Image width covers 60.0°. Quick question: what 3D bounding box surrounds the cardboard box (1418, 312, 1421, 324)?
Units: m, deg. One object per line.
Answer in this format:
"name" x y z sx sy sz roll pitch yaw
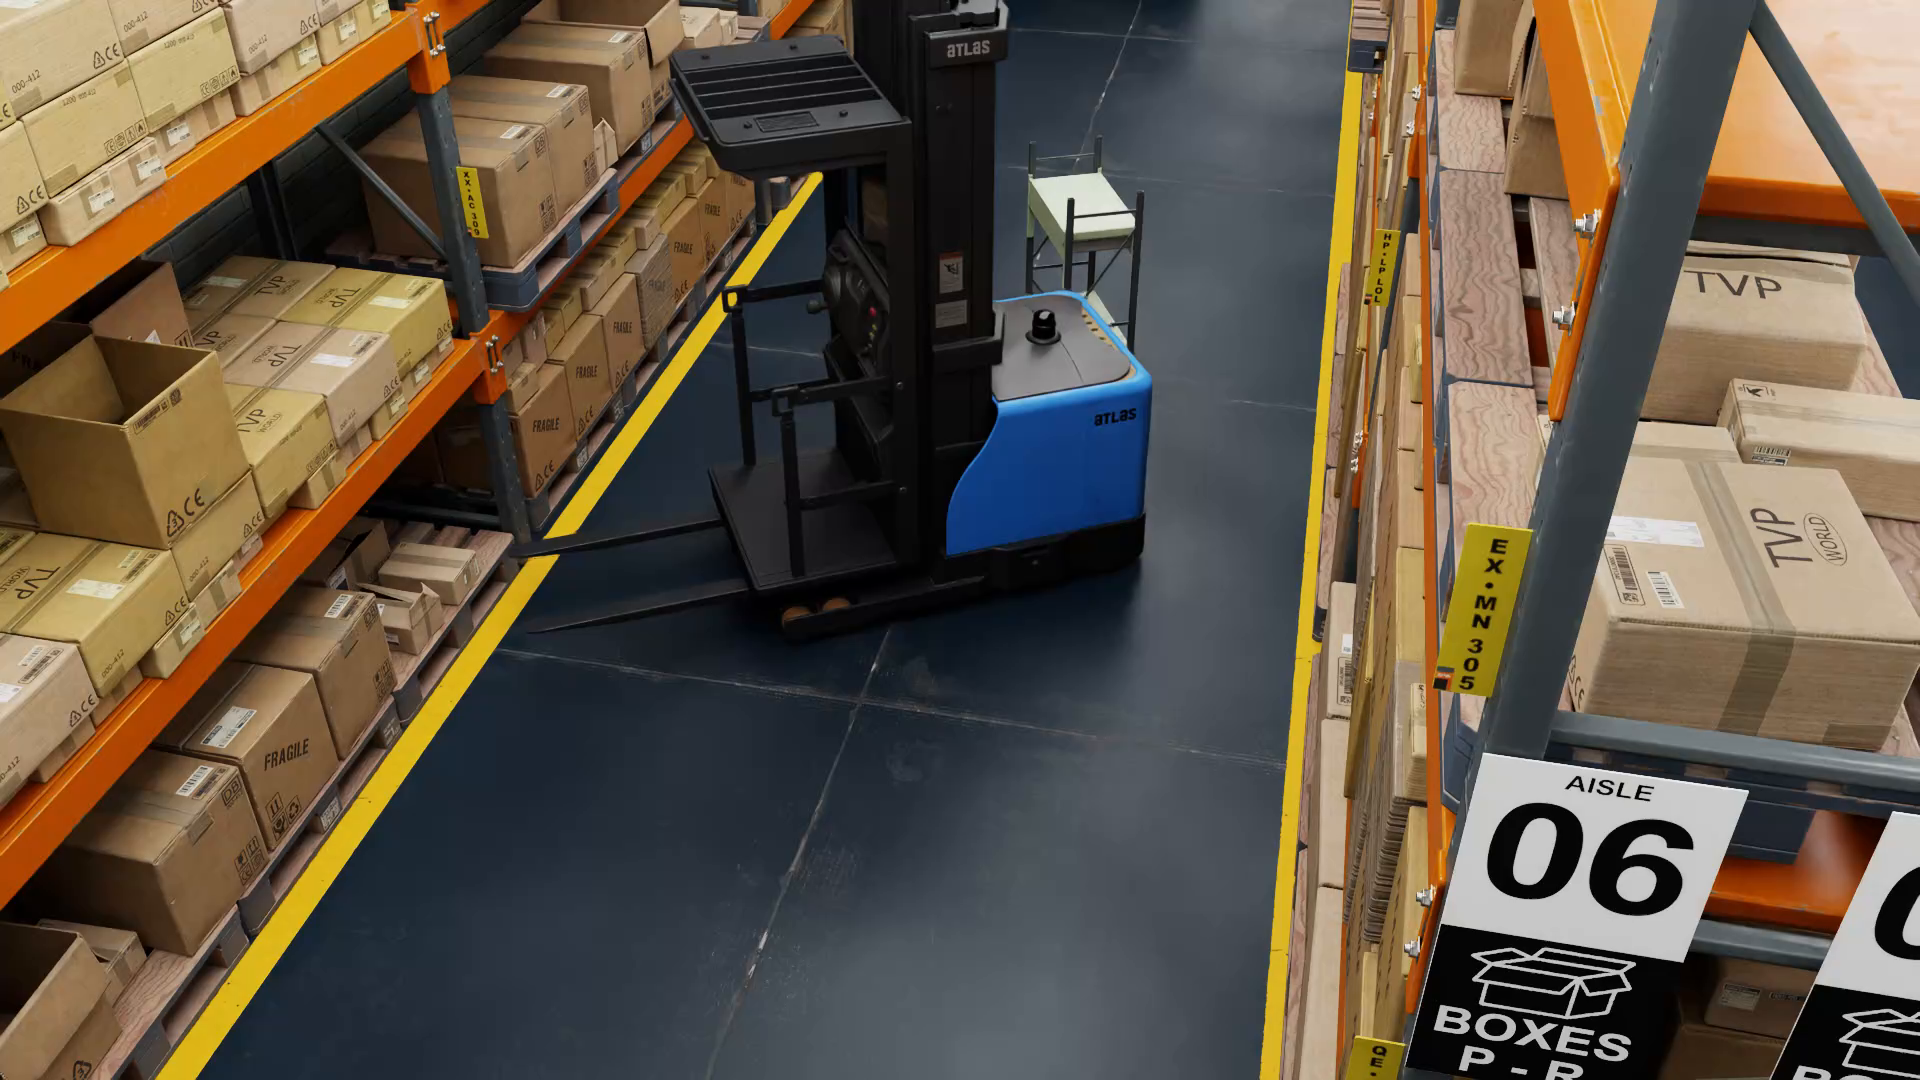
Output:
"cardboard box" 1.701 -0.688 5.423 0.380 0.149 0.250 7 37 10

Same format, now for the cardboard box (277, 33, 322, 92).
"cardboard box" -2.572 -1.760 6.051 0.380 0.149 0.250 8 37 12

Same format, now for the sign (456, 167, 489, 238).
"sign" -2.130 -1.471 7.255 0.100 0.325 0.005 7 37 10

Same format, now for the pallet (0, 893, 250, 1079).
"pallet" -3.331 1.738 5.942 1.003 0.211 1.213 7 37 10

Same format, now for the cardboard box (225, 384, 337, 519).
"cardboard box" -2.745 -0.347 6.318 0.500 0.250 0.500 7 37 10

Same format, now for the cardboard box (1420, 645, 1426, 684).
"cardboard box" 1.312 0.344 3.999 0.380 0.149 0.250 8 37 11

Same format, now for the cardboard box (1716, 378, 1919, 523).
"cardboard box" 1.790 -0.189 3.439 0.380 0.149 0.250 9 37 12

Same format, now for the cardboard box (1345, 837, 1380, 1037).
"cardboard box" 1.300 1.094 4.370 0.500 0.500 0.500 7 36 9

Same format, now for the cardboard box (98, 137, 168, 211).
"cardboard box" -2.750 -1.167 5.232 0.380 0.149 0.250 8 37 11

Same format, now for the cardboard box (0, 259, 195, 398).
"cardboard box" -3.240 -0.727 6.202 0.500 0.500 0.500 6 36 9

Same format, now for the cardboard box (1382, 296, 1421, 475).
"cardboard box" 1.735 -0.478 5.686 0.500 0.500 0.500 7 36 9

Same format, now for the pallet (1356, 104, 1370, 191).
"pallet" 3.473 -2.873 12.304 1.003 0.211 1.213 7 37 10

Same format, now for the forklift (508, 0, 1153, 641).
"forklift" -0.655 -1.058 7.482 3.031 2.935 1.130 -11 37 -15

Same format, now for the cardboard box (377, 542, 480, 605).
"cardboard box" -2.494 0.157 7.819 0.380 0.149 0.250 6 36 9

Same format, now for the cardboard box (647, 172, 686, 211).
"cardboard box" -1.894 -2.131 10.124 0.380 0.149 0.250 8 37 11

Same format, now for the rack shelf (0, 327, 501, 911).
"rack shelf" -3.089 0.254 6.226 1.077 0.370 4.000 7 37 10

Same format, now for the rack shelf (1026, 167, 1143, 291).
"rack shelf" 0.651 -1.652 8.856 0.431 0.370 0.720 -8 37 -11

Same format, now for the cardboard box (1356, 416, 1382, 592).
"cardboard box" 1.720 -0.080 5.989 0.500 0.500 0.500 8 37 10

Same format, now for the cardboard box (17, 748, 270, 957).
"cardboard box" -3.073 1.128 6.180 0.700 0.500 0.500 9 37 12

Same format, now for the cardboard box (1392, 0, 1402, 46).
"cardboard box" 2.698 -3.050 9.235 0.500 0.500 0.500 6 36 8

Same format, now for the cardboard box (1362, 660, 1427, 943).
"cardboard box" 1.287 0.675 4.096 0.500 0.500 0.500 7 37 10

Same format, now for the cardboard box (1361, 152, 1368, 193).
"cardboard box" 3.173 -2.285 10.999 0.950 0.372 0.625 5 36 7

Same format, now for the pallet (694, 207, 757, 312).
"pallet" -2.004 -1.924 10.996 1.003 0.211 1.213 7 37 10

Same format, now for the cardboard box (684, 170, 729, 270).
"cardboard box" -1.805 -2.080 10.606 0.500 0.500 0.500 7 36 9

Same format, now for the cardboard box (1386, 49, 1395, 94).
"cardboard box" 2.581 -2.443 9.036 0.500 0.250 0.500 8 37 11

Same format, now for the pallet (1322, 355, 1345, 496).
"pallet" 2.537 -0.588 9.151 1.003 0.211 1.213 7 37 10

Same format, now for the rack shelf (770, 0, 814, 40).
"rack shelf" -1.381 -4.332 12.554 1.077 0.370 4.000 7 37 10

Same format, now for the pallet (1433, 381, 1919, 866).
"pallet" 1.482 0.124 3.312 1.003 0.211 1.213 7 37 10

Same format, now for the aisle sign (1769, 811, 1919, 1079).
"aisle sign" 1.601 0.755 2.708 0.394 0.787 0.004 7 37 10

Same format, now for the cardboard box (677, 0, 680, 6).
"cardboard box" -2.070 -3.412 10.229 0.500 0.500 0.500 9 37 12

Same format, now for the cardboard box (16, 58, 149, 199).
"cardboard box" -2.857 -1.270 5.035 0.500 0.250 0.500 7 36 9

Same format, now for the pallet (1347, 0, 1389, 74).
"pallet" 3.090 -3.201 10.544 1.213 0.211 1.003 7 37 10

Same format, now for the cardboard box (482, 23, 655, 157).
"cardboard box" -2.062 -2.390 8.819 0.700 0.500 0.500 7 37 10

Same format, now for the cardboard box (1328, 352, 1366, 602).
"cardboard box" 2.242 -0.239 7.746 0.875 0.875 0.875 8 37 11

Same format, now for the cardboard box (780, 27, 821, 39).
"cardboard box" -1.529 -3.417 12.344 0.875 0.625 0.625 8 37 11

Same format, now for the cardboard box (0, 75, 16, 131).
"cardboard box" -2.955 -1.169 4.469 0.500 0.250 0.500 7 36 9

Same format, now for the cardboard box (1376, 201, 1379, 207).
"cardboard box" 2.482 -1.950 8.783 0.500 0.250 0.500 8 37 12

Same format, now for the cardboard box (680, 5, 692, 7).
"cardboard box" -1.962 -3.706 11.205 0.500 0.250 0.500 7 36 9

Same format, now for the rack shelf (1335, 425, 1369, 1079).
"rack shelf" 1.761 0.874 5.371 1.077 0.370 4.000 7 37 10

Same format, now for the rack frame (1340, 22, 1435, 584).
"rack frame" 2.188 -0.564 6.742 1.000 3.000 0.127 7 37 10

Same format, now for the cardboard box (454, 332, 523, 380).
"cardboard box" -2.385 -0.905 8.178 0.380 0.149 0.250 7 36 9

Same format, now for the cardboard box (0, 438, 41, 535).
"cardboard box" -3.344 -0.126 6.012 0.500 0.250 0.500 7 37 10

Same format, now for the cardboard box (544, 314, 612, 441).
"cardboard box" -2.235 -0.897 8.974 0.500 0.500 0.500 7 36 9

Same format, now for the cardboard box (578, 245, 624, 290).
"cardboard box" -2.108 -1.533 9.299 0.380 0.149 0.250 9 37 12

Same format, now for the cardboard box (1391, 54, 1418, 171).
"cardboard box" 2.269 -1.882 7.624 0.500 0.500 0.500 8 37 11

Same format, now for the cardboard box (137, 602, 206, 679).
"cardboard box" -2.855 0.325 5.730 0.380 0.149 0.250 6 36 9

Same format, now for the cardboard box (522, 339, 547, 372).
"cardboard box" -2.342 -0.945 8.487 0.380 0.149 0.250 6 36 9

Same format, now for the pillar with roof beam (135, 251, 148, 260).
"pillar with roof beam" 0.514 -2.787 4.697 9.100 9.000 0.400 7 37 10

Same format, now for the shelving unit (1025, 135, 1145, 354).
"shelving unit" 0.651 -1.336 9.085 0.431 1.500 0.755 -8 37 -11

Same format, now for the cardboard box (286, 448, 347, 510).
"cardboard box" -2.659 -0.266 6.546 0.380 0.149 0.250 7 36 9

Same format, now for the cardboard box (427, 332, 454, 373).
"cardboard box" -2.484 -0.867 7.375 0.380 0.149 0.250 8 37 11

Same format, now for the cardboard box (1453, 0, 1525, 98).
"cardboard box" 1.857 -1.718 5.251 0.500 0.500 0.500 8 37 11
